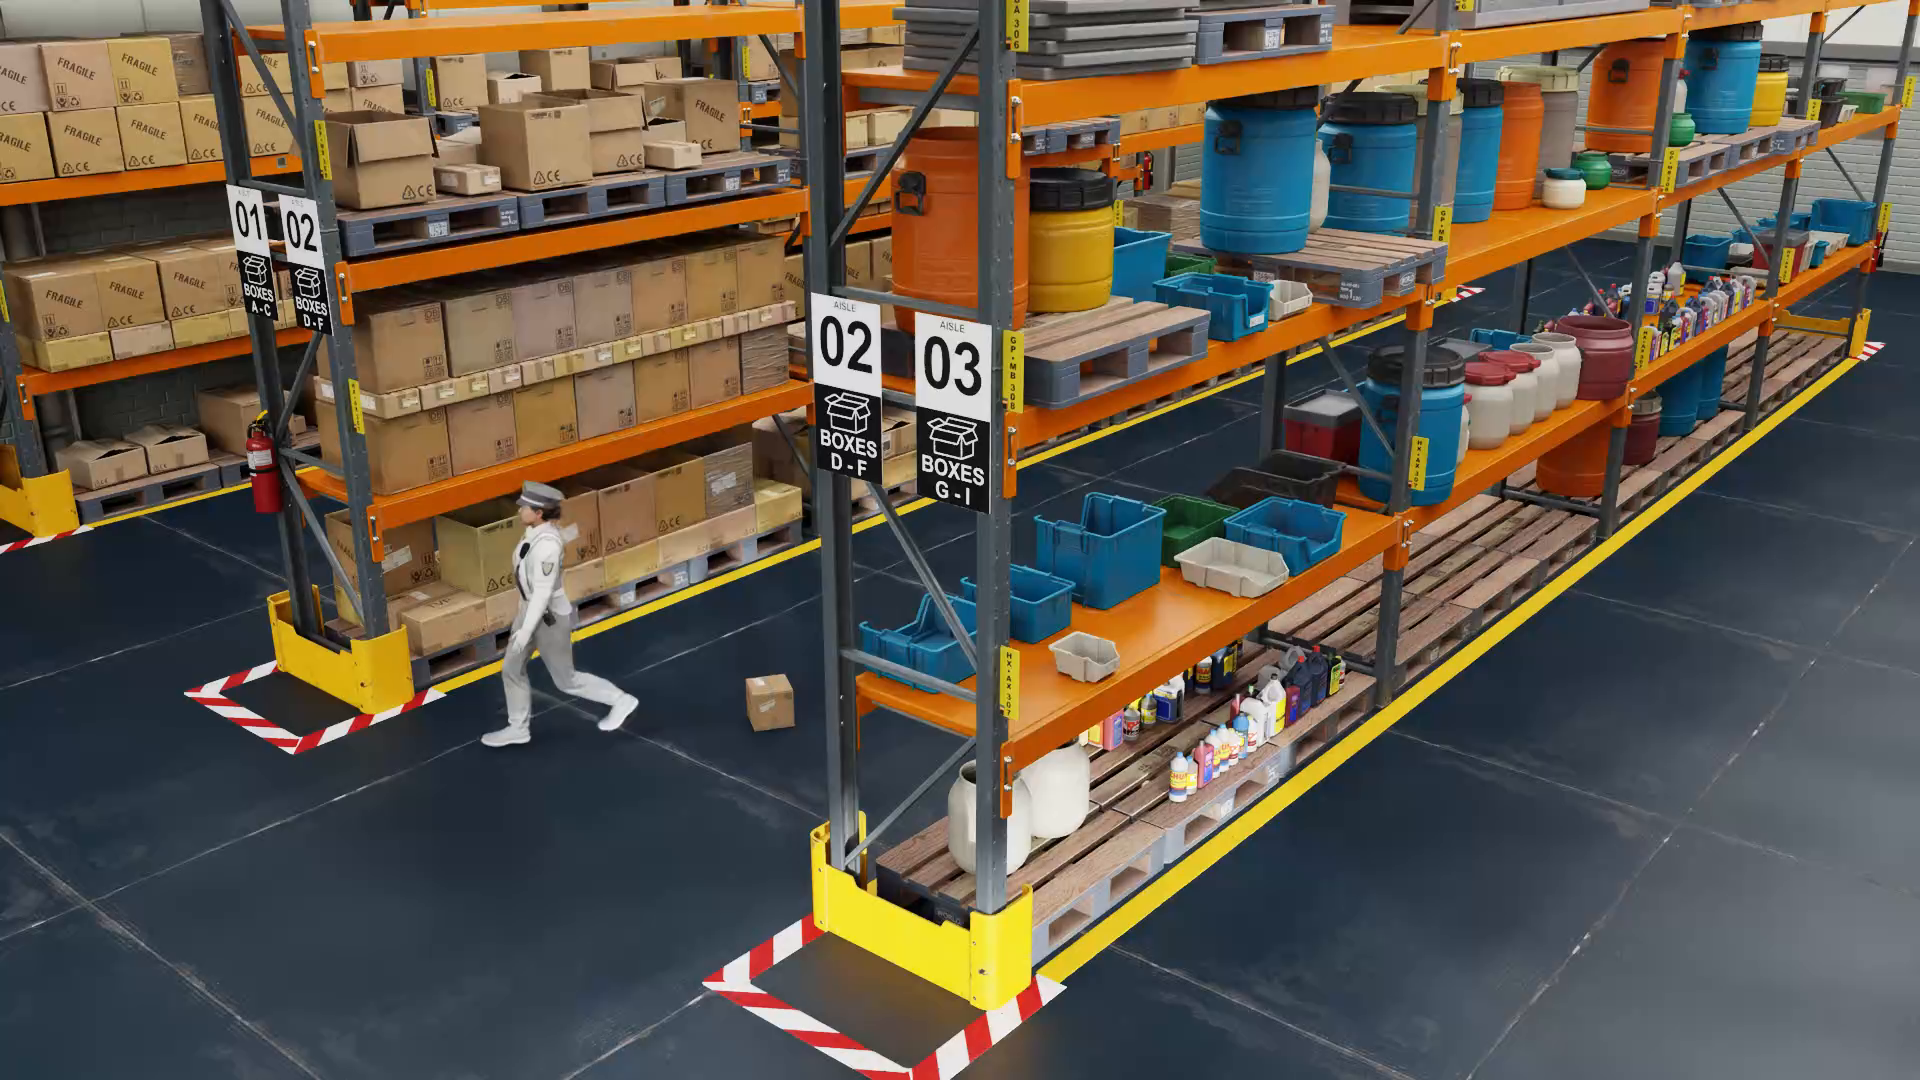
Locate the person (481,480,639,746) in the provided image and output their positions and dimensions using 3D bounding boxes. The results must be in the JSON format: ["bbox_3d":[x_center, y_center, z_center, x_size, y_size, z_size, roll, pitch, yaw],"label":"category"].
[{"bbox_3d":[-2.430,0.435,9.825,0.906,1.643,0.485,-9,22,-24],"label":"person"}]
